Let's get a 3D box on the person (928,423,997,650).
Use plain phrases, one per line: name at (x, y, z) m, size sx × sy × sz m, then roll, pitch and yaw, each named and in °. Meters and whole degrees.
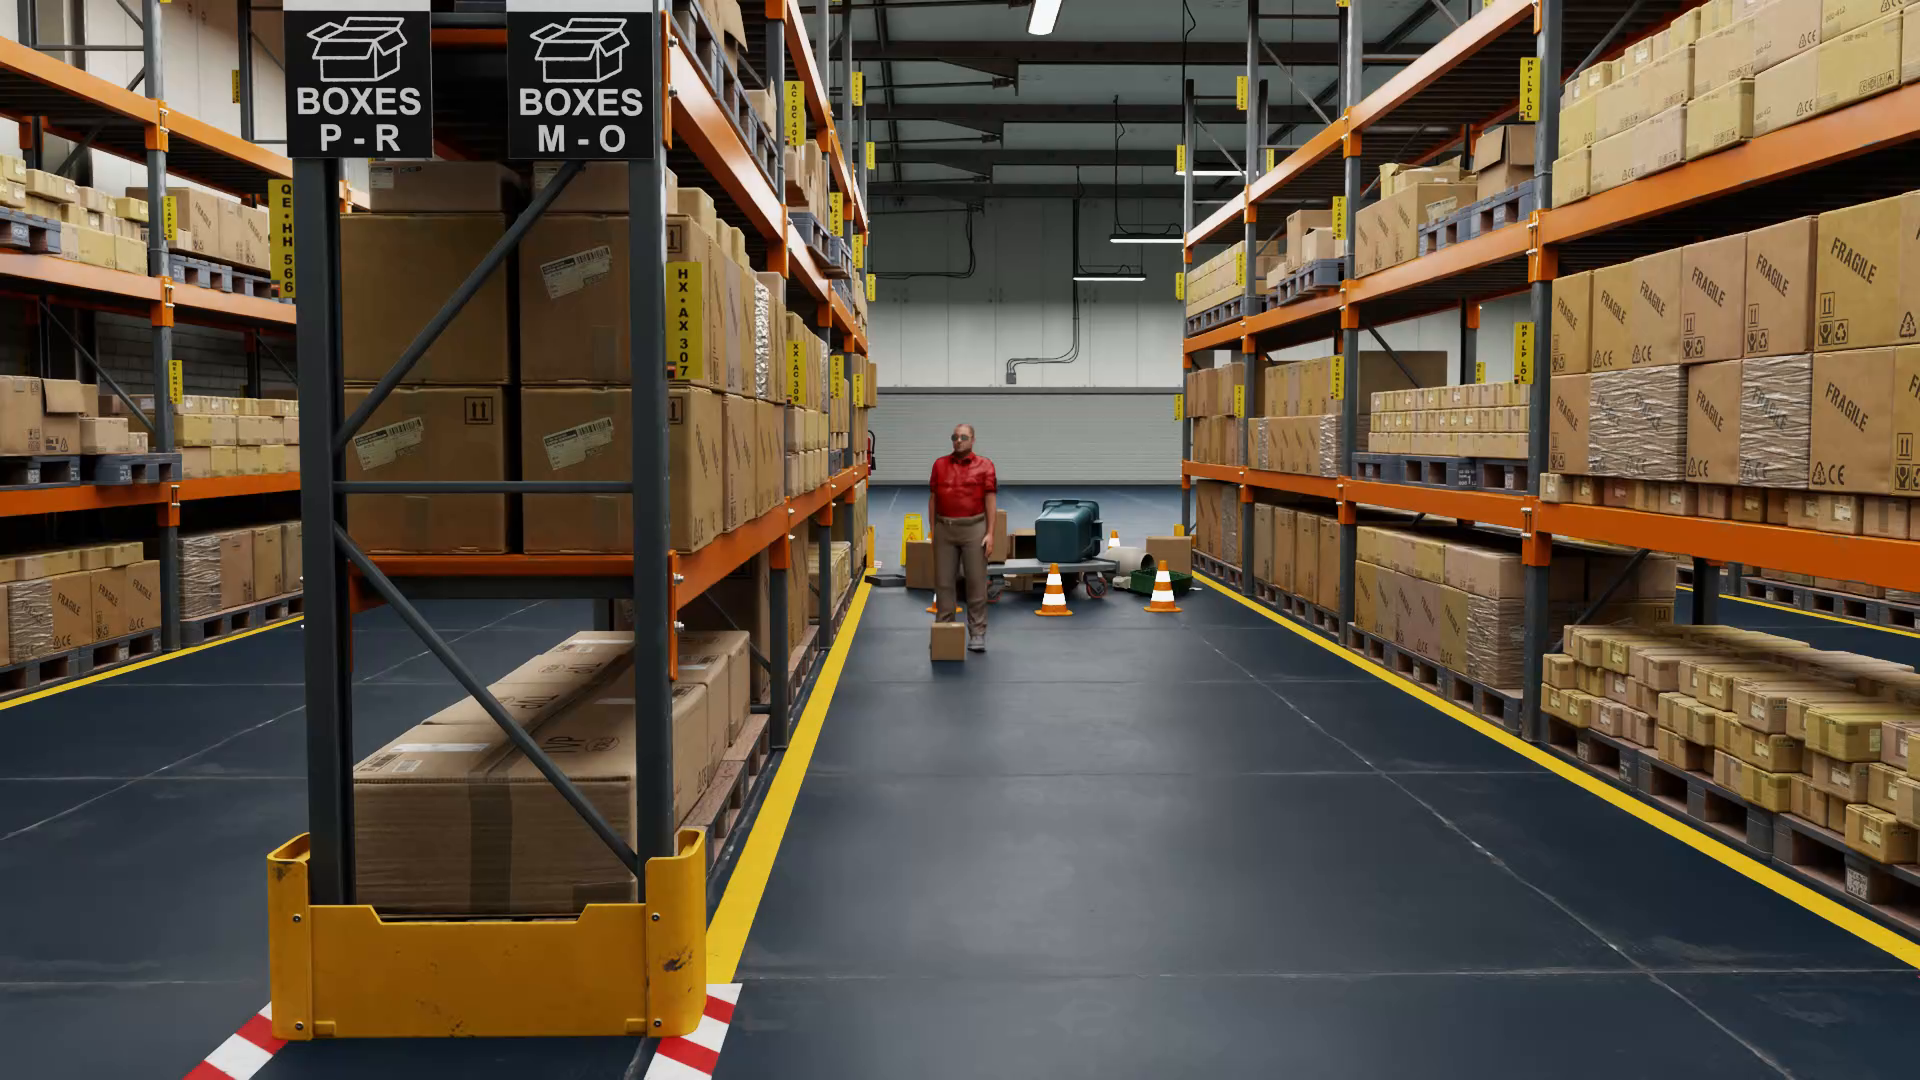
person at (0.012, -0.026, 12.693) m, size 0.532 × 1.730 × 0.361 m, roll 1°, pitch 4°, yaw 12°
